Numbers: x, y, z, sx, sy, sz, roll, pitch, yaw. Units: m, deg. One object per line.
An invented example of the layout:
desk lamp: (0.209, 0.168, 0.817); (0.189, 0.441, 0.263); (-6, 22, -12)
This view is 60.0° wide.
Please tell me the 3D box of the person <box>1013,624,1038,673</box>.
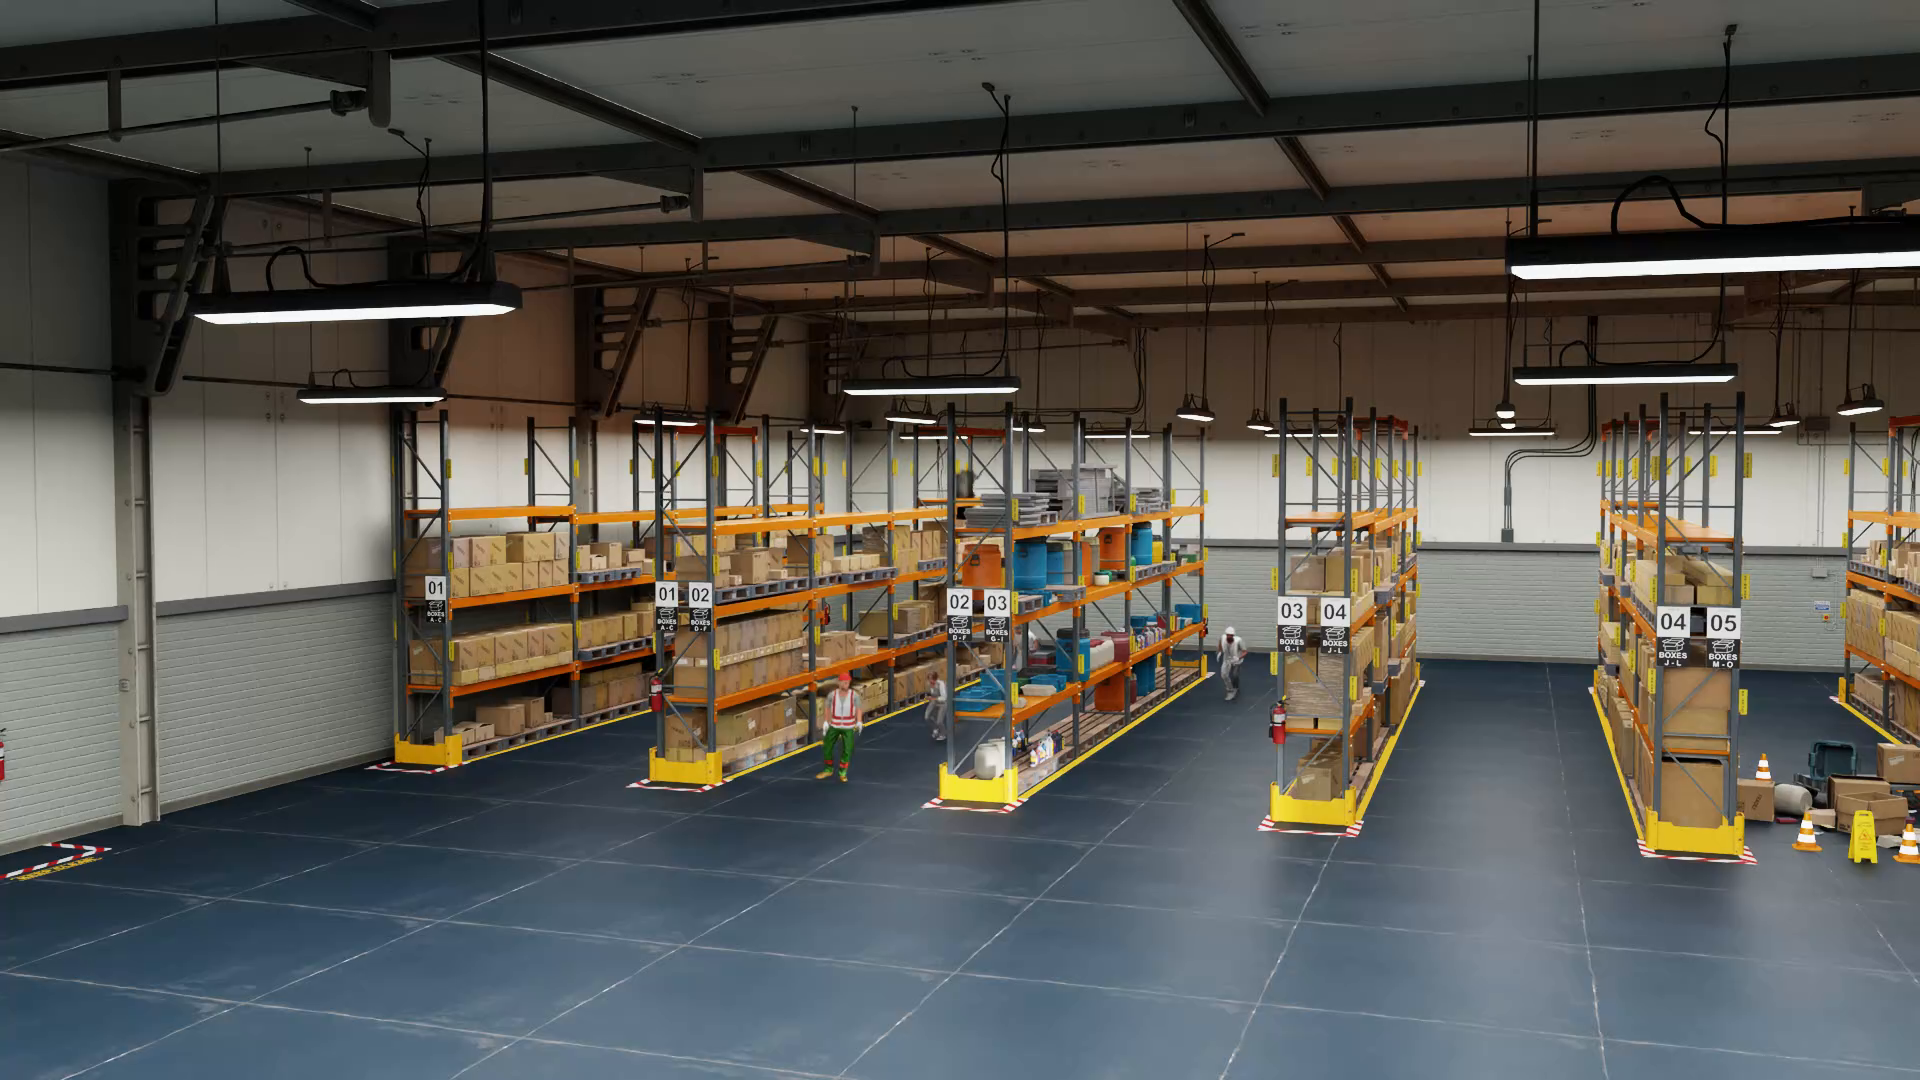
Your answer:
person: (1.518, 2.610, 37.765); (0.670, 1.572, 0.963); (2, 3, 32)

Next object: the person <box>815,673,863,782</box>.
person: (-1.926, 2.986, 26.466); (0.774, 1.753, 0.570); (0, 2, -1)

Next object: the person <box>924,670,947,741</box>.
person: (-0.431, 3.014, 30.224); (0.551, 1.358, 0.923); (1, 3, 29)

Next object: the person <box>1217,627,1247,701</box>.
person: (5.943, 2.648, 36.110); (0.701, 1.602, 1.134); (1, 3, 23)
